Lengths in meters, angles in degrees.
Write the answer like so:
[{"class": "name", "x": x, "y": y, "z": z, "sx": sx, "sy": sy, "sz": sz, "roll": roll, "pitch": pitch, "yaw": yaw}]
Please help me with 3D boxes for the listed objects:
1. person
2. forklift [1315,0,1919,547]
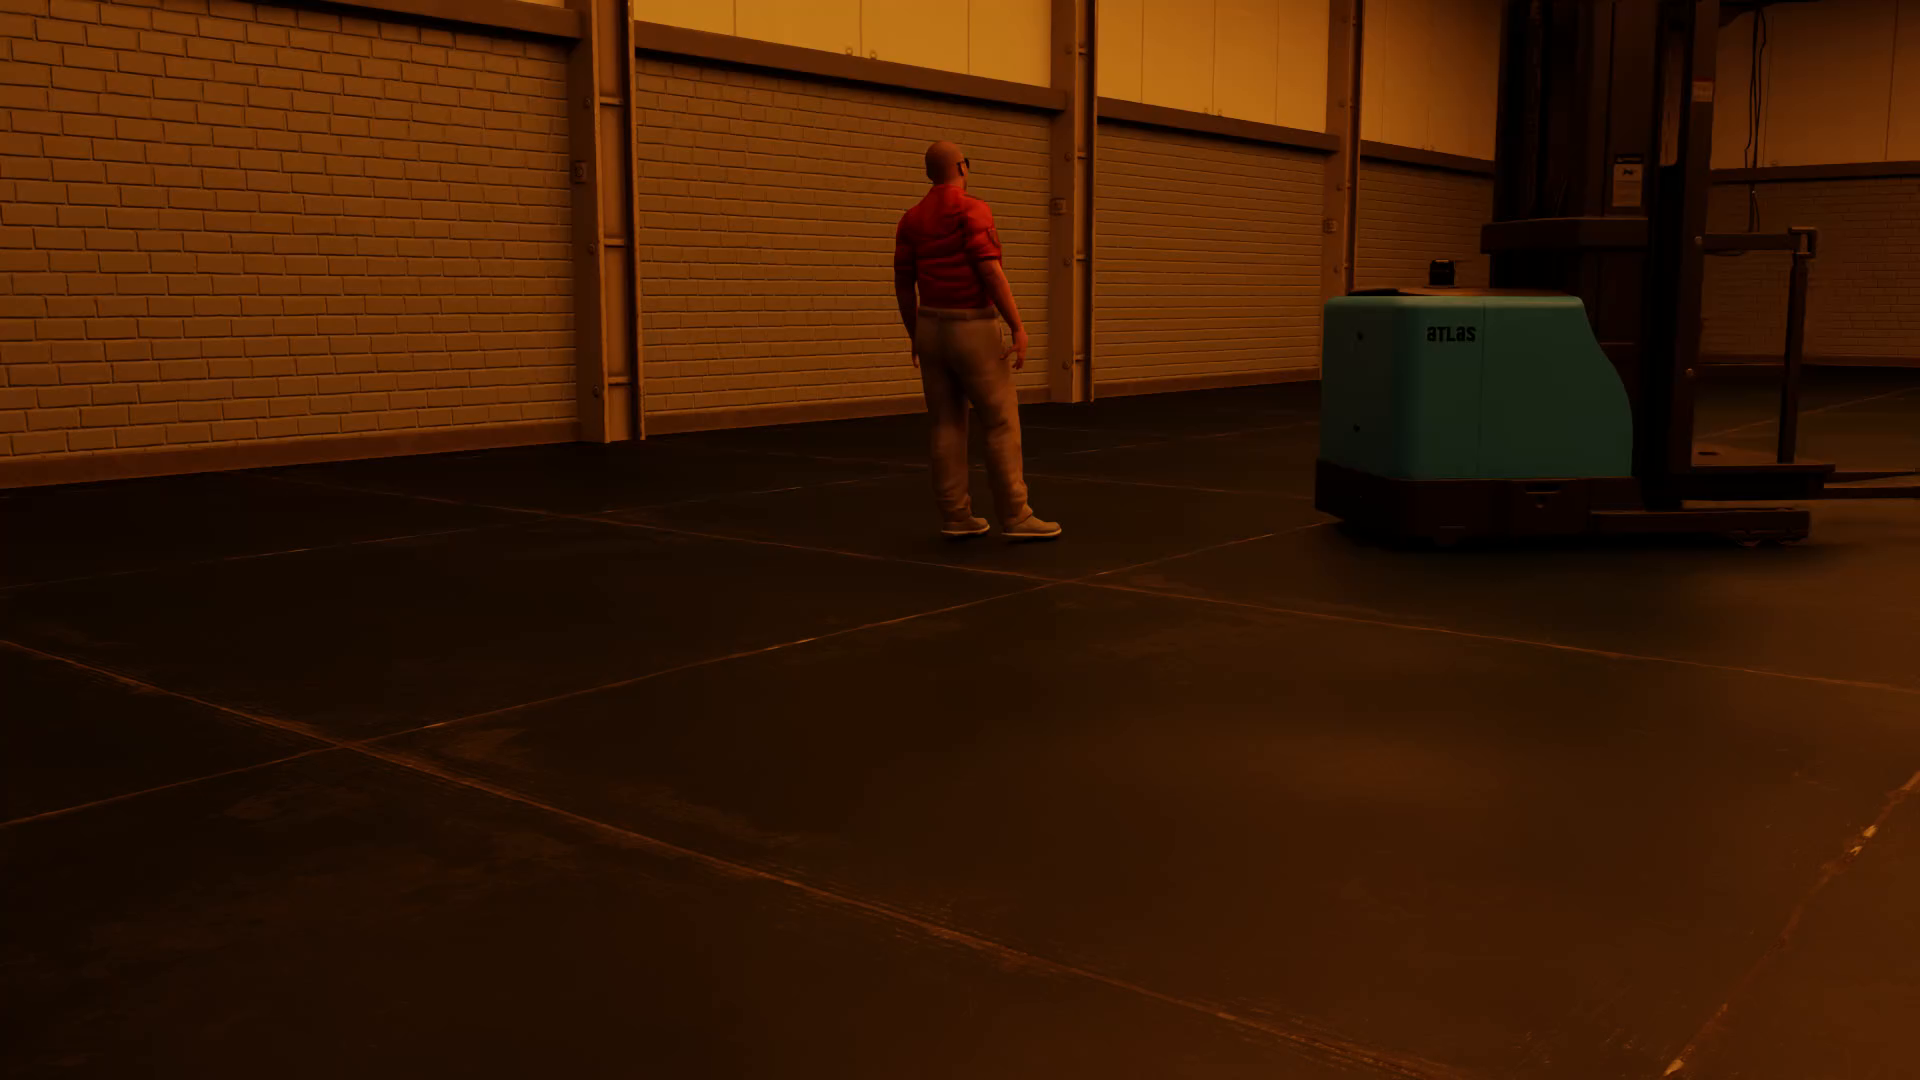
[{"class": "person", "x": 0.066, "y": -0.871, "z": 7.340, "sx": 0.640, "sy": 1.727, "sz": 0.551, "roll": 7, "pitch": 11, "yaw": 38}, {"class": "forklift", "x": 3.249, "y": -1.494, "z": 7.492, "sx": 3.031, "sy": 2.935, "sz": 1.130, "roll": -1, "pitch": 8, "yaw": -7}]
